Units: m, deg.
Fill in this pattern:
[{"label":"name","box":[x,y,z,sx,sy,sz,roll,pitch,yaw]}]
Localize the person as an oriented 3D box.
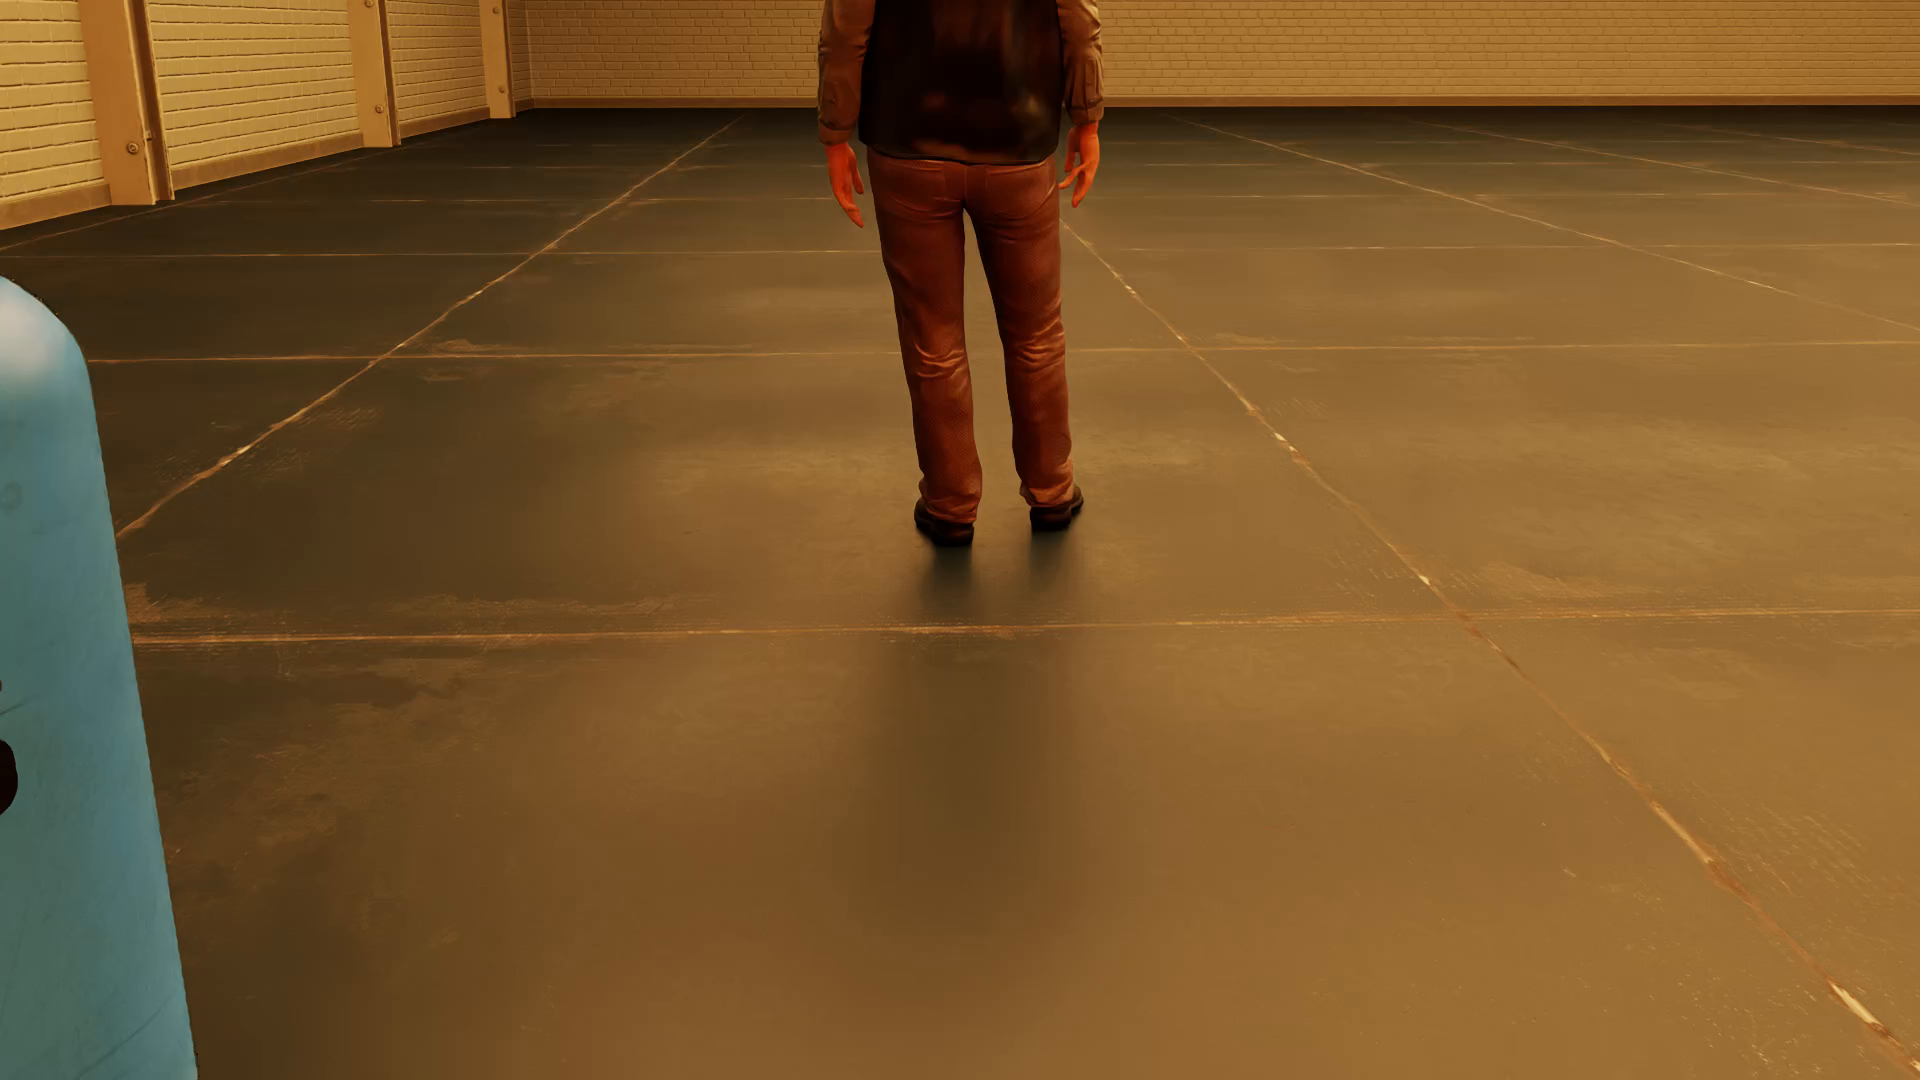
[{"label":"person","box":[0.004,-0.849,3.725,0.634,1.722,0.566,-1,17,-3]}]
